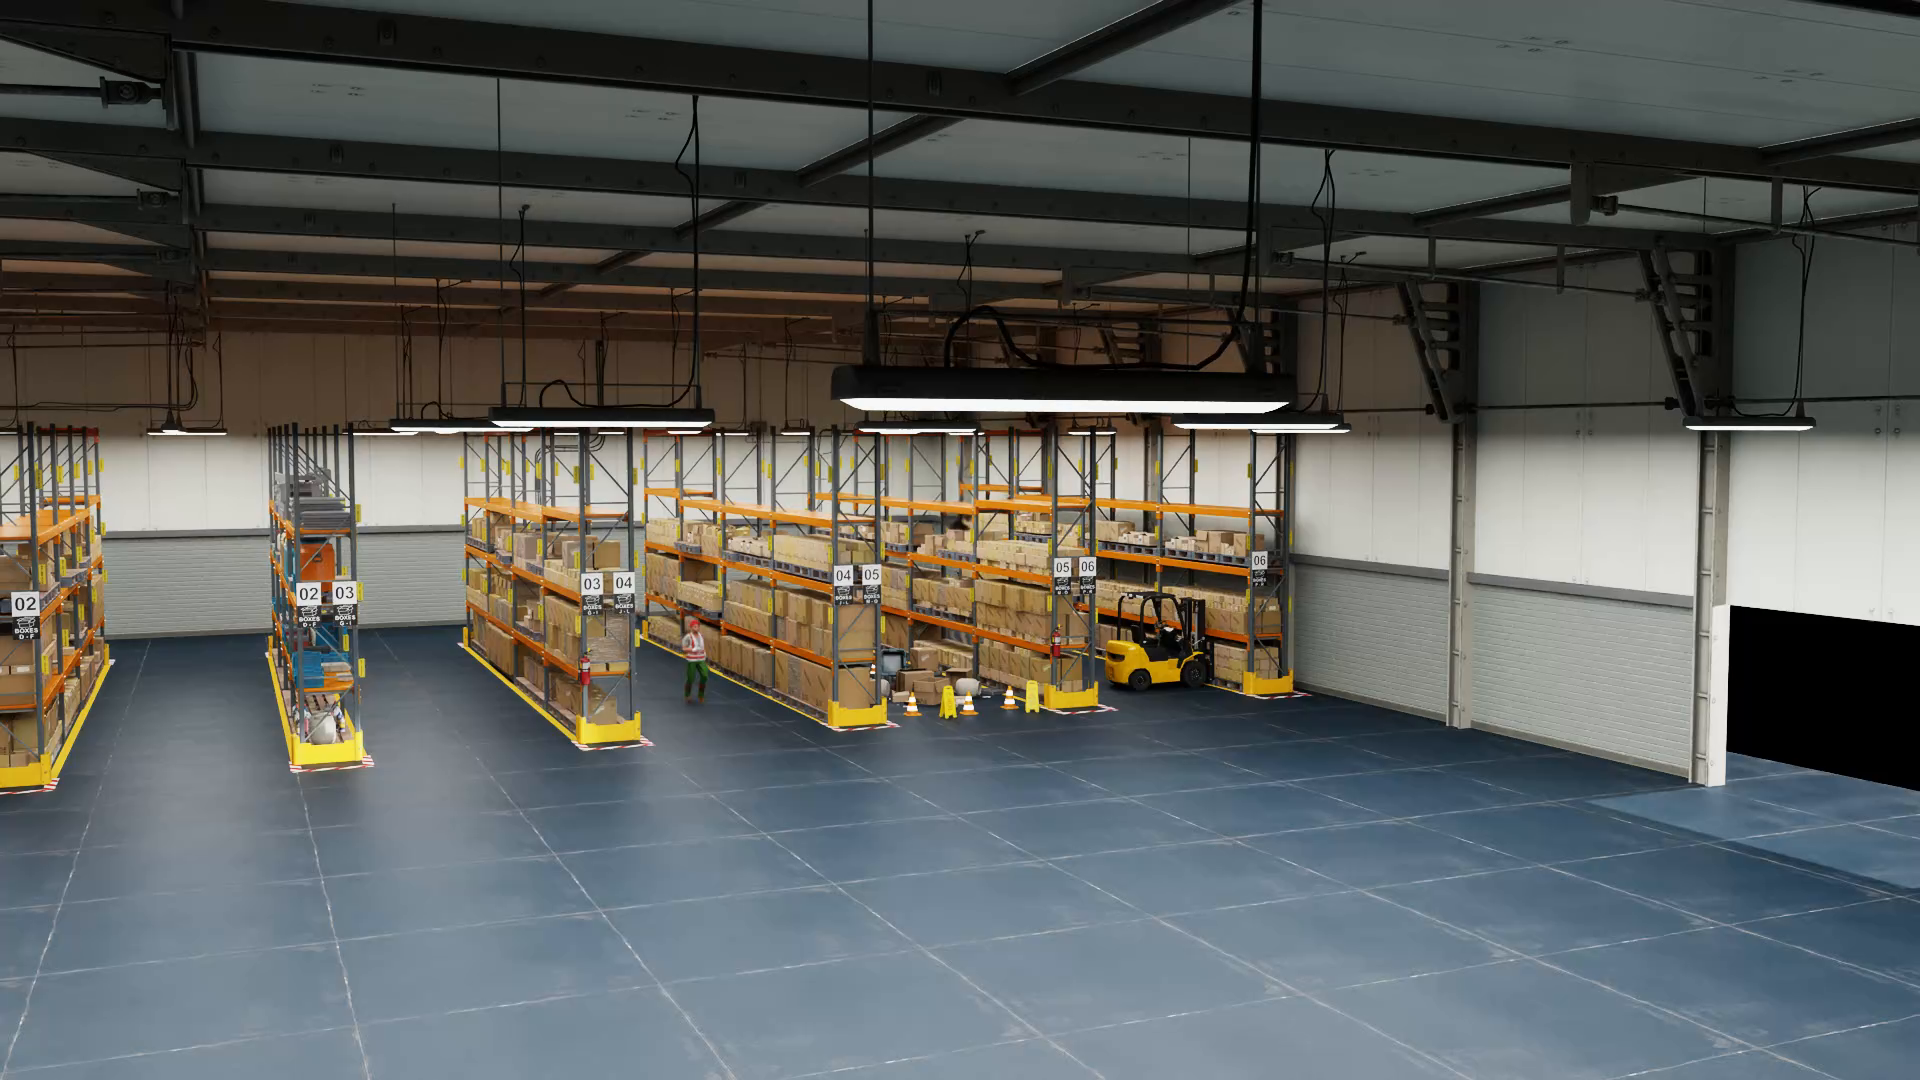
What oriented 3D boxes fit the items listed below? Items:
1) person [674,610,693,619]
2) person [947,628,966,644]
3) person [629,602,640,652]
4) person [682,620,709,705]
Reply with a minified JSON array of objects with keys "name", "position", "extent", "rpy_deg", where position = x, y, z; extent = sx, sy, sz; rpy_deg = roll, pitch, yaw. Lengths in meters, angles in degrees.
[{"name":"person","position":[-8.195,1.920,49.396],"extent":[0.631,1.643,0.725],"rpy_deg":[2,4,24]},{"name":"person","position":[-0.078,2.119,44.899],"extent":[0.642,1.787,0.762],"rpy_deg":[-2,4,-28]},{"name":"person","position":[-8.758,2.198,44.066],"extent":[0.528,1.646,0.786],"rpy_deg":[-2,4,-30]},{"name":"person","position":[-5.697,2.644,35.796],"extent":[0.664,1.850,0.775],"rpy_deg":[-3,4,-36]}]
